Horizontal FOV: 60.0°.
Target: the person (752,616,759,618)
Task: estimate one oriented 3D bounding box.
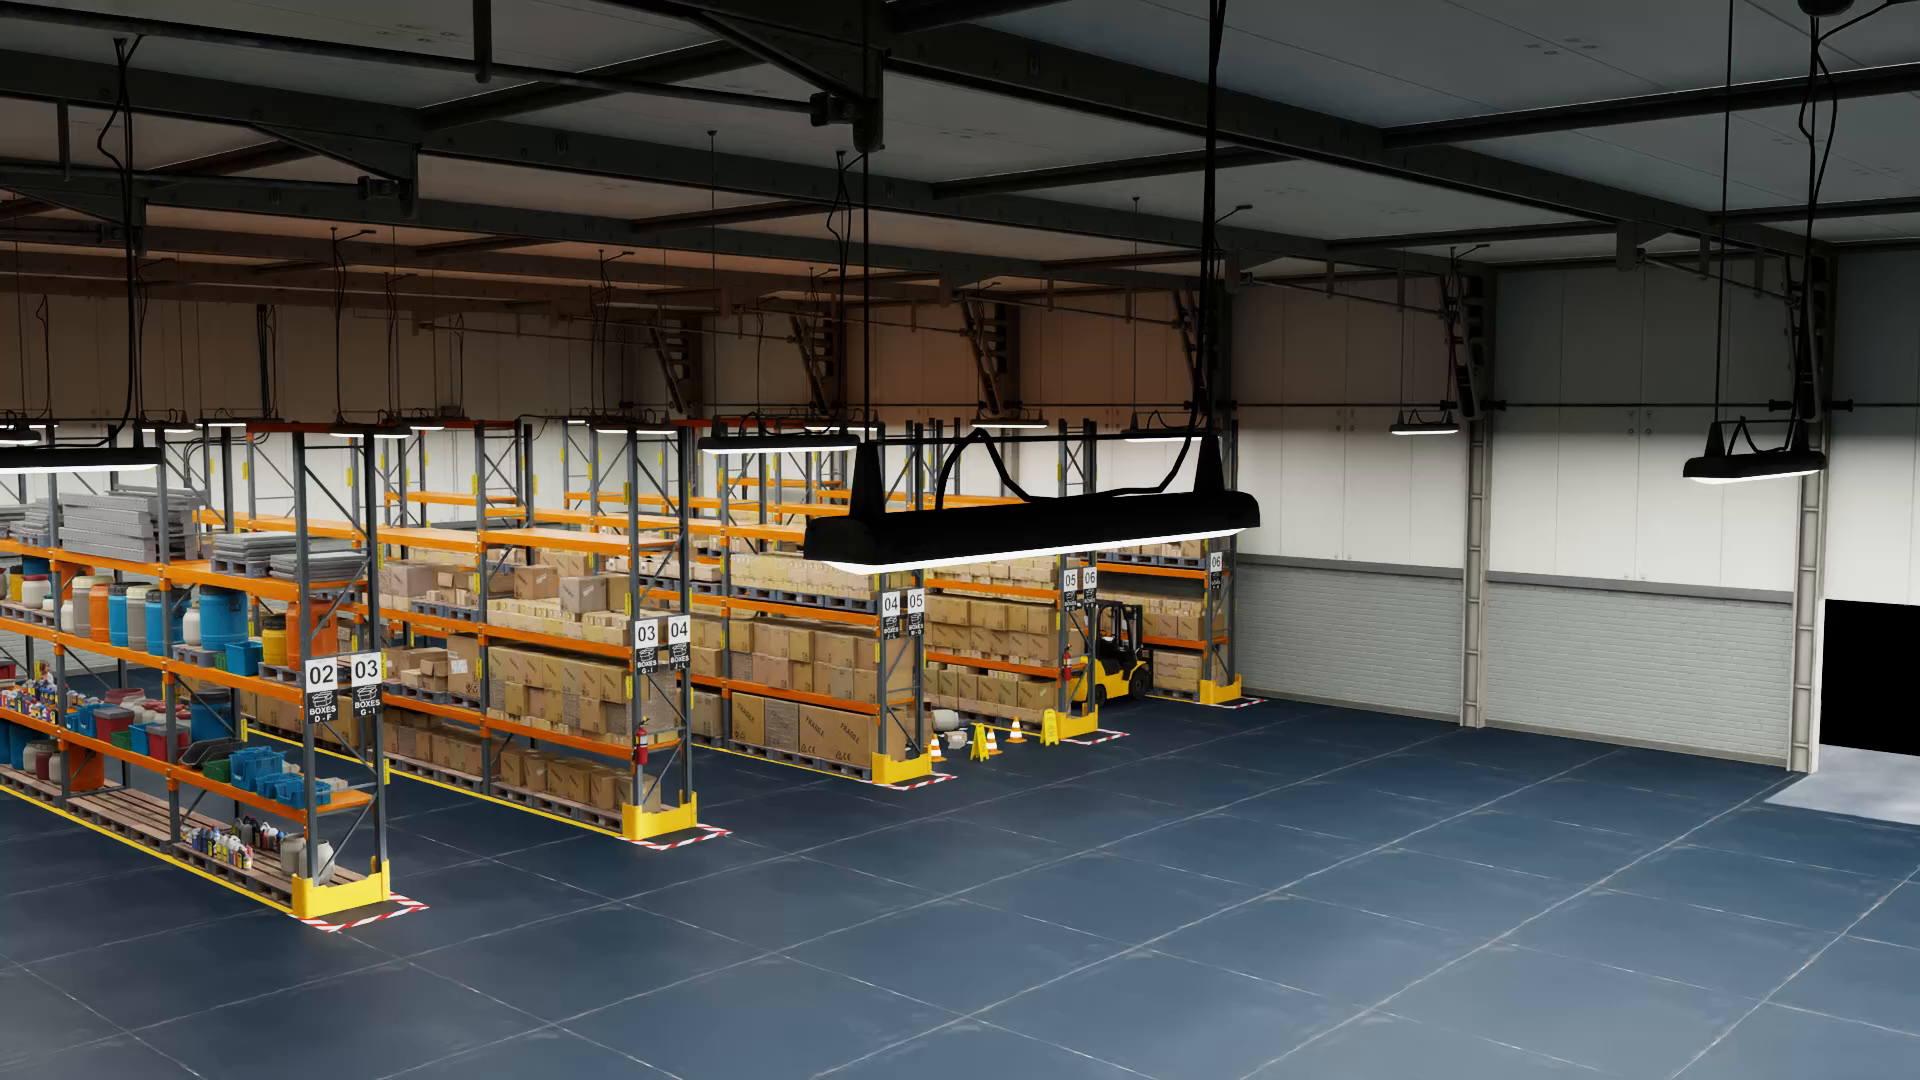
[{"bbox_3d":[-4.389,2.483,35.727,0.432,1.727,0.593,3,6,35],"label":"person"}]

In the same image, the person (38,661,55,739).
[{"bbox_3d":[-17.088,3.010,31.021,1.009,1.536,0.513,3,6,34],"label":"person"}]
